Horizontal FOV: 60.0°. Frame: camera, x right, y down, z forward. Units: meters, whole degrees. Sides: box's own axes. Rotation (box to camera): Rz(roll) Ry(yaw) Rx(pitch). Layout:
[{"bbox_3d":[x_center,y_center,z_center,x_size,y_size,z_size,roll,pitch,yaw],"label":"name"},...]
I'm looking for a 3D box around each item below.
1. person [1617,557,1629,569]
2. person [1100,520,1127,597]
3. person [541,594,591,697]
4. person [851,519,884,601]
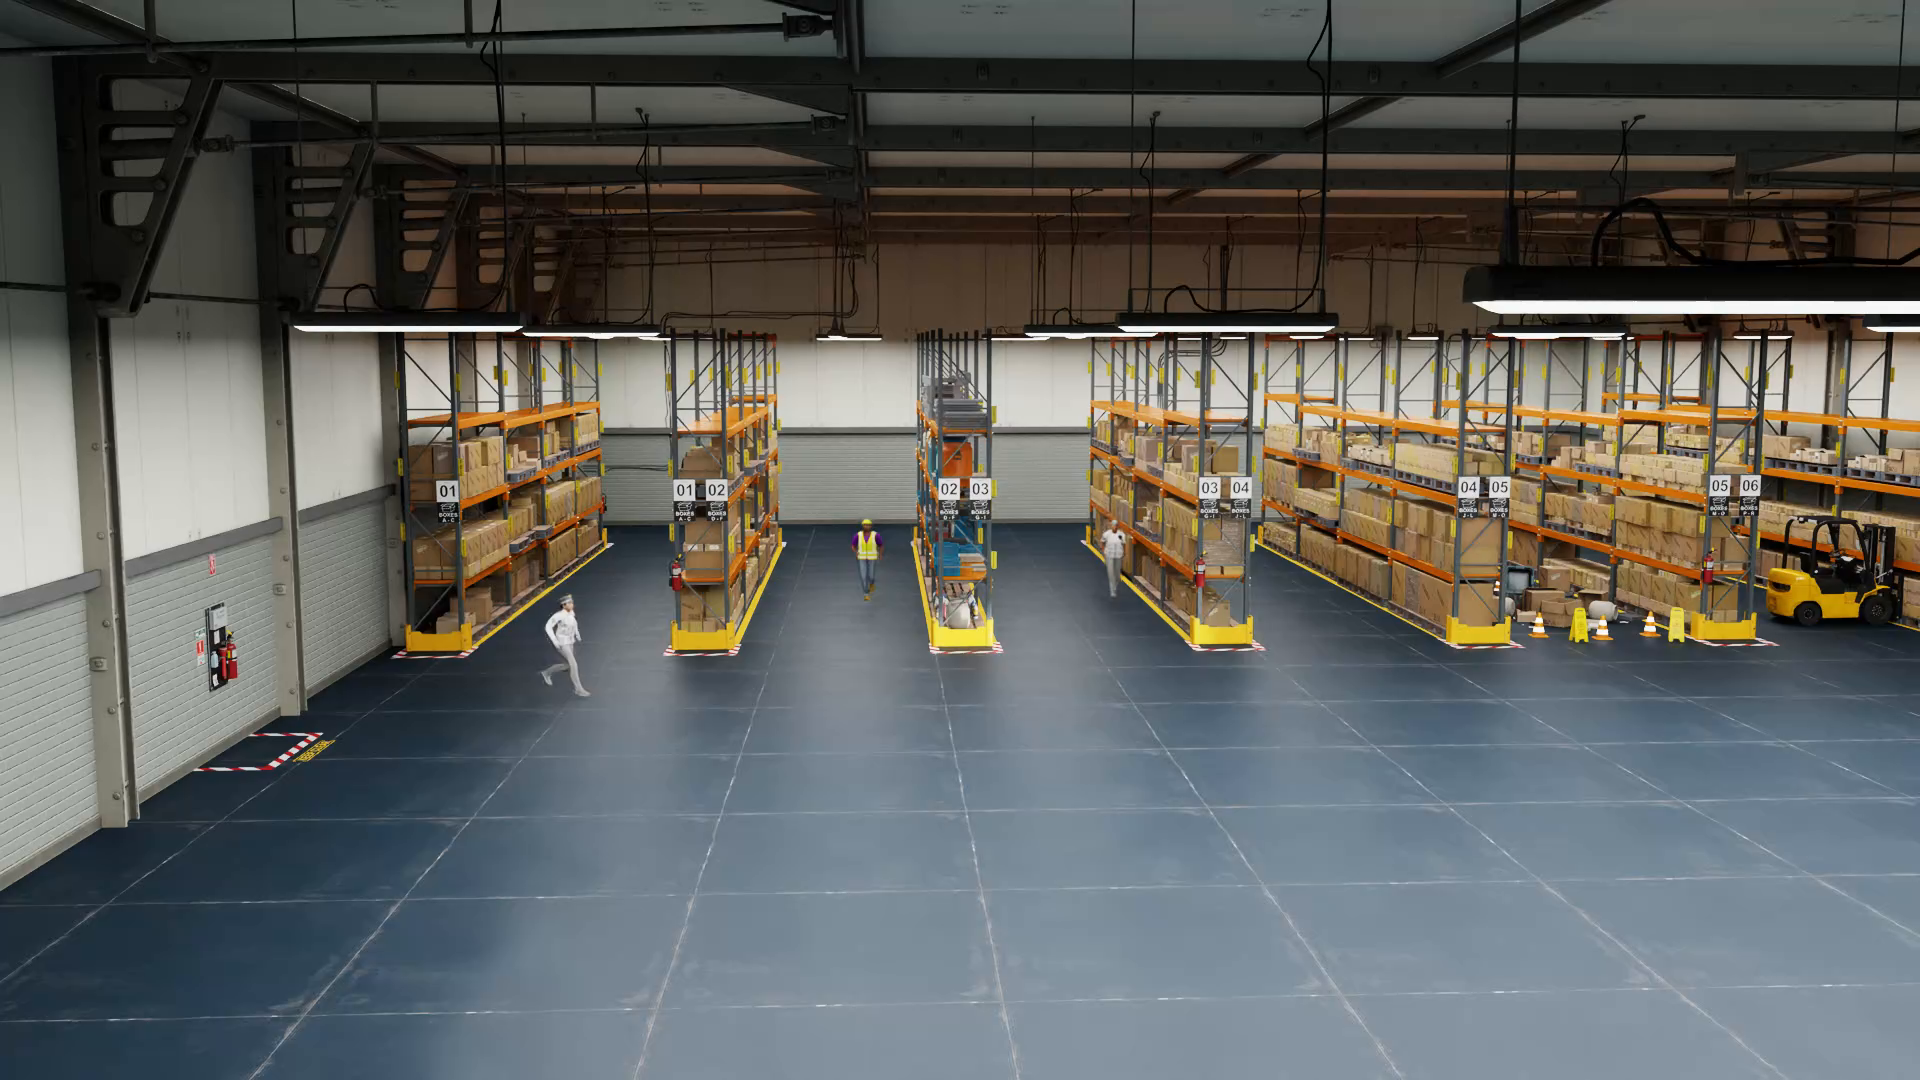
[{"bbox_3d":[15.926,0.227,39.624,0.568,1.627,1.029,-1,7,-4],"label":"person"},{"bbox_3d":[3.340,0.377,36.164,0.591,1.650,0.692,0,7,-4],"label":"person"},{"bbox_3d":[-6.475,1.710,27.133,0.910,1.686,0.639,3,7,21],"label":"person"},{"bbox_3d":[-1.981,0.409,35.426,0.702,1.738,0.598,0,7,0],"label":"person"}]
